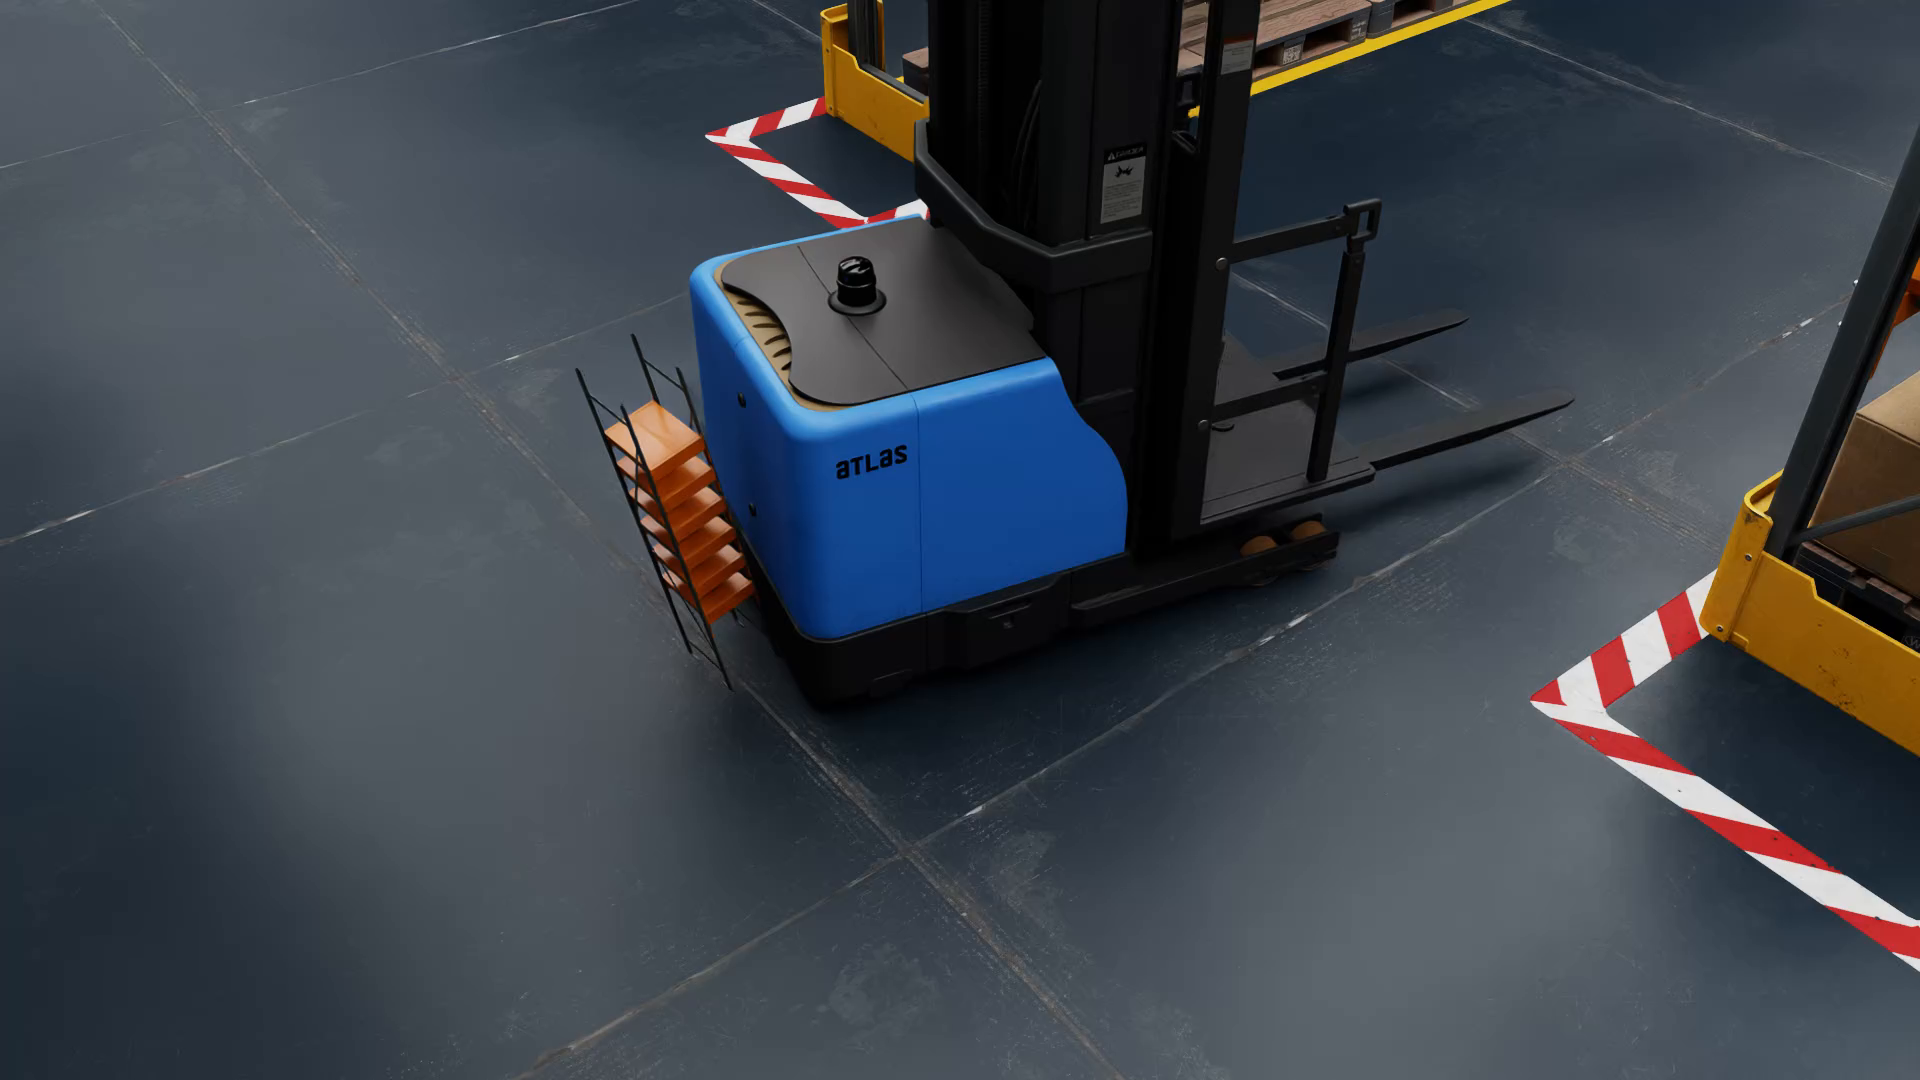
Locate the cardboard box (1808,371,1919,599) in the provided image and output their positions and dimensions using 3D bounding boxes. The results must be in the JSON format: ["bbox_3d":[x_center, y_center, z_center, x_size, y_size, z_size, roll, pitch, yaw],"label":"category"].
[{"bbox_3d":[3.096,-0.173,5.220,0.500,0.500,0.500,-26,46,-28],"label":"cardboard box"}]

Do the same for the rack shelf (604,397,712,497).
[{"bbox_3d":[-0.844,-0.261,4.620,0.180,0.103,0.258,-37,51,-23],"label":"rack shelf"}]

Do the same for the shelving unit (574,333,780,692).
[{"bbox_3d":[-0.801,-0.045,4.847,0.189,1.200,0.258,-37,51,-23],"label":"shelving unit"}]

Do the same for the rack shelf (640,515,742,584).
[{"bbox_3d":[-0.794,-0.015,4.879,0.180,0.103,0.258,-37,51,-23],"label":"rack shelf"}]

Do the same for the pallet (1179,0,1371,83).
[{"bbox_3d":[1.444,-2.818,9.019,1.213,0.211,1.003,-26,46,-28],"label":"pallet"}]

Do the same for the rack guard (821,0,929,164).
[{"bbox_3d":[-0.212,-2.146,7.972,0.348,0.500,1.175,-26,46,-28],"label":"rack guard"}]

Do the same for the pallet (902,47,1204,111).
[{"bbox_3d":[0.477,-2.349,8.447,1.213,0.211,1.003,-26,46,-28],"label":"pallet"}]

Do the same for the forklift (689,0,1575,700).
[{"bbox_3d":[0.716,-1.269,4.986,3.031,2.935,1.130,-16,42,-19],"label":"forklift"}]

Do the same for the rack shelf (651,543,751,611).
[{"bbox_3d":[-0.778,0.067,4.965,0.180,0.103,0.258,-37,51,-23],"label":"rack shelf"}]

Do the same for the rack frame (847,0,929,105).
[{"bbox_3d":[-0.201,-3.128,7.198,0.127,3.000,1.000,-26,46,-28],"label":"rack frame"}]

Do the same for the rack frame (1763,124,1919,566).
[{"bbox_3d":[2.815,-0.636,4.160,0.127,3.000,1.000,-26,46,-28],"label":"rack frame"}]

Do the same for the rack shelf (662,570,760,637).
[{"bbox_3d":[-0.761,0.149,5.051,0.180,0.103,0.258,-37,51,-23],"label":"rack shelf"}]

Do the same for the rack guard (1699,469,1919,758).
[{"bbox_3d":[2.875,0.301,4.988,0.348,0.500,1.175,-26,46,-28],"label":"rack guard"}]

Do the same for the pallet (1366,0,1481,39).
[{"bbox_3d":[2.412,-3.292,9.597,1.213,0.211,1.003,-26,46,-28],"label":"pallet"}]

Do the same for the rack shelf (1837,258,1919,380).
[{"bbox_3d":[4.401,-1.131,5.330,4.000,0.370,1.077,-26,46,-28],"label":"rack shelf"}]

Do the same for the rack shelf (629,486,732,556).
[{"bbox_3d":[-0.811,-0.097,4.792,0.180,0.103,0.258,-37,51,-23],"label":"rack shelf"}]

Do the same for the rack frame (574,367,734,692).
[{"bbox_3d":[-0.868,0.005,4.811,0.006,1.200,0.240,-37,51,-23],"label":"rack frame"}]

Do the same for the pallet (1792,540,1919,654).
[{"bbox_3d":[3.507,0.105,5.456,1.213,0.211,1.003,-26,46,-28],"label":"pallet"}]

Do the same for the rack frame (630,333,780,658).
[{"bbox_3d":[-0.733,-0.096,4.882,0.006,1.200,0.240,-37,51,-23],"label":"rack frame"}]

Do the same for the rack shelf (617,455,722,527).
[{"bbox_3d":[-0.828,-0.179,4.706,0.180,0.103,0.258,-37,51,-23],"label":"rack shelf"}]
